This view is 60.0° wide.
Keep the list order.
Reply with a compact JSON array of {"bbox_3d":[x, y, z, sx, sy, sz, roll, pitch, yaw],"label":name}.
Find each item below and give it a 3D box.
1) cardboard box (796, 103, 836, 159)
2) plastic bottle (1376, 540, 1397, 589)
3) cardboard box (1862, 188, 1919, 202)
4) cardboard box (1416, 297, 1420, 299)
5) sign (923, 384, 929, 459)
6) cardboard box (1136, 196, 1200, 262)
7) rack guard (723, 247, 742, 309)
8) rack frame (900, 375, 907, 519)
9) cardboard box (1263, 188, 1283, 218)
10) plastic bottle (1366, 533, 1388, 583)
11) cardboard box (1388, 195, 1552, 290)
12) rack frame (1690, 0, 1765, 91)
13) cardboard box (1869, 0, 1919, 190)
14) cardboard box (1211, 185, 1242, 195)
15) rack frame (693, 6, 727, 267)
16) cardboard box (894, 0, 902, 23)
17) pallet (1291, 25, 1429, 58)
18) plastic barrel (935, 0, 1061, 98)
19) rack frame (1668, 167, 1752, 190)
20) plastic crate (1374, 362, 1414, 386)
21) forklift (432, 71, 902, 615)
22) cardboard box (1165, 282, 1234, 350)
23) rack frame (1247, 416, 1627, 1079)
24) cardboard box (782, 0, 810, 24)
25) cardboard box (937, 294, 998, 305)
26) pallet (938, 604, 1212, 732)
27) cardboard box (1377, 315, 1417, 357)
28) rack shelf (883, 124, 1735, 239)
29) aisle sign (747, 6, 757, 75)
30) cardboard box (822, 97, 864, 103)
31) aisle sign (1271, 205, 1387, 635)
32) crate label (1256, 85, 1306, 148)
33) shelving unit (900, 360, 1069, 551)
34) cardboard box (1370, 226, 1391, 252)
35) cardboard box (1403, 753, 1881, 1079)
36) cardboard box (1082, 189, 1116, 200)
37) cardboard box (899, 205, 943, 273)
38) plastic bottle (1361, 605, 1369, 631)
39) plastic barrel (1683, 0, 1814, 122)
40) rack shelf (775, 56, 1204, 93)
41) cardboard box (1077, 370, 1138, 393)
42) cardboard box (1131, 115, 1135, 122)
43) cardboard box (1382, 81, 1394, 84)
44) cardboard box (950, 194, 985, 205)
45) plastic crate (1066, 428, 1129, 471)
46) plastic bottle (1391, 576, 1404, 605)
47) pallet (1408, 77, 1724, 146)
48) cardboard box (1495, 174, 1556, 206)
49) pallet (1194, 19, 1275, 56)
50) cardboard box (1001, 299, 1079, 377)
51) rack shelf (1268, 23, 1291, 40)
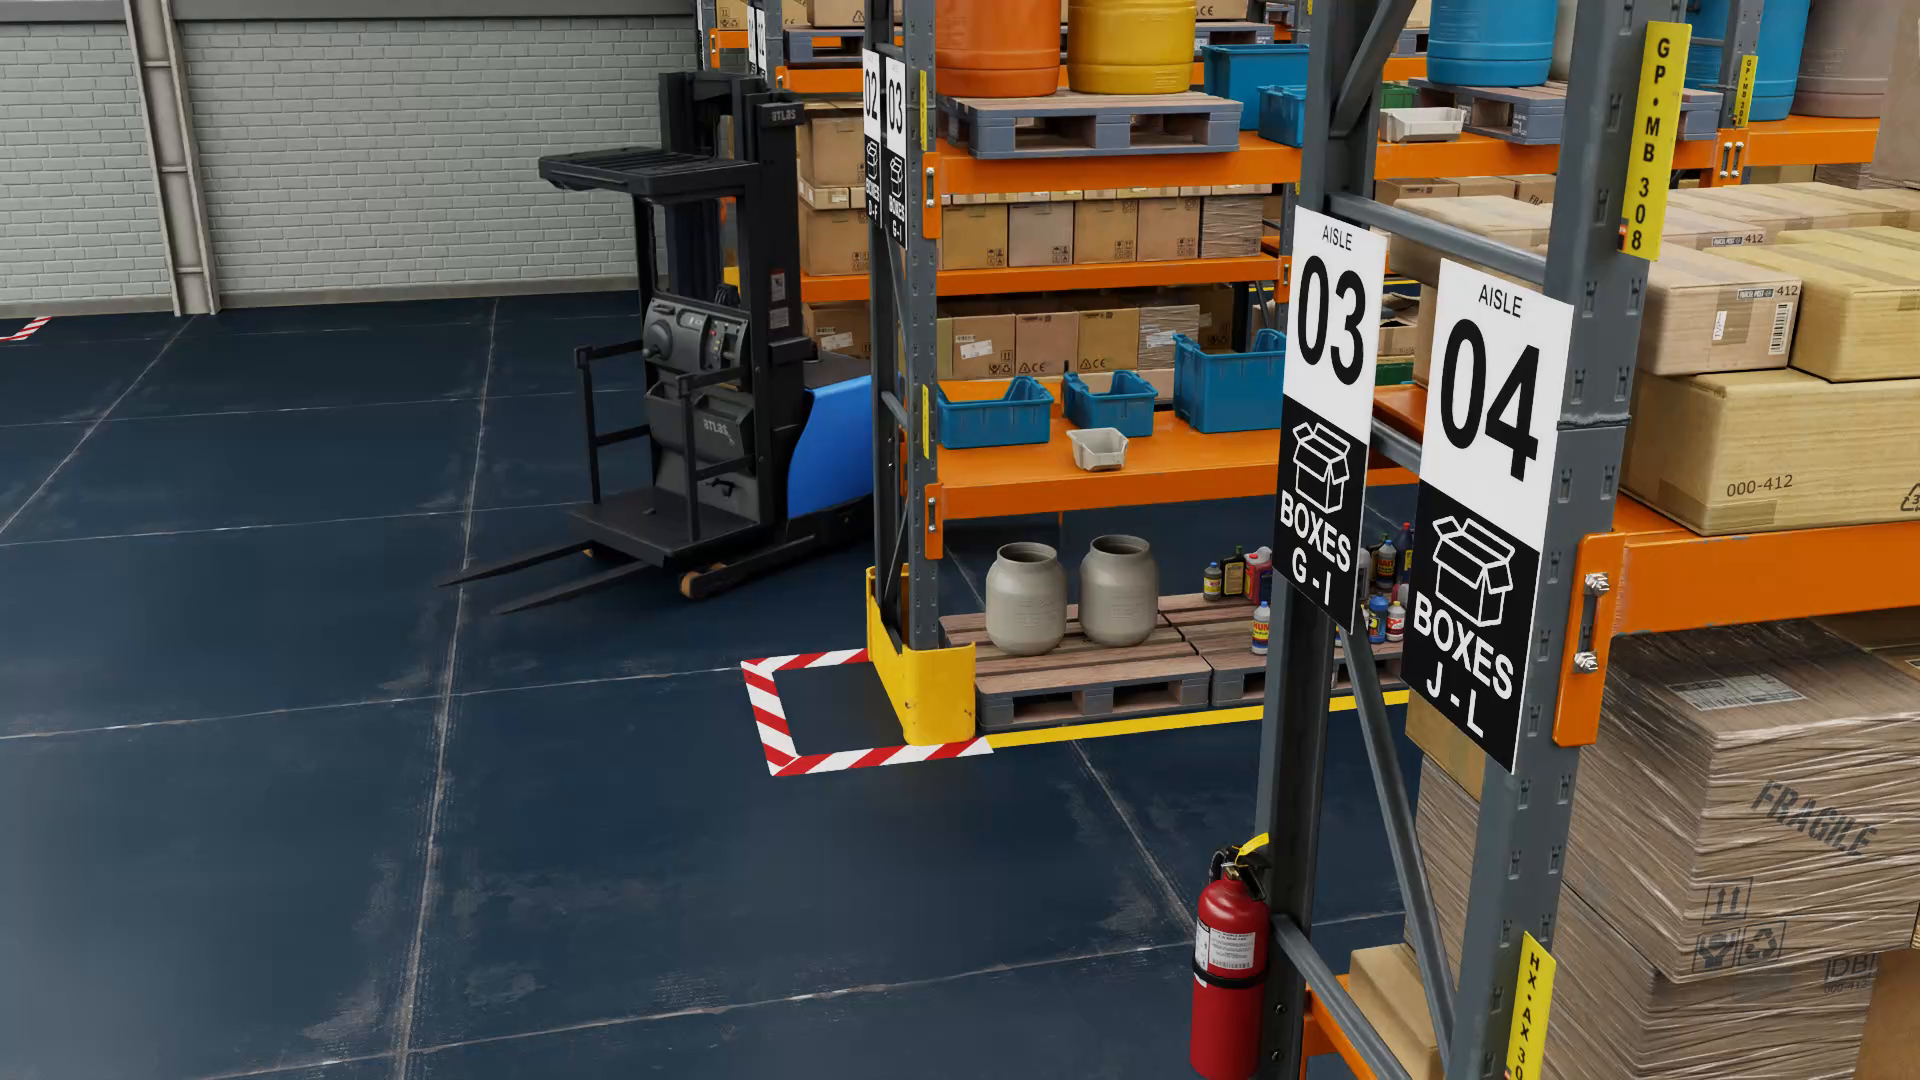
[{"bbox_3d":[-1.540,-4.169,16.934,0.500,0.500,0.500,-5,21,-12],"label":"cardboard box"},{"bbox_3d":[2.416,0.133,9.418,0.097,0.271,0.097,0,20,0],"label":"plastic bottle"},{"bbox_3d":[2.090,-0.628,3.446,0.250,0.149,0.380,-4,21,-12],"label":"cardboard box"},{"bbox_3d":[4.288,-1.982,14.436,0.500,0.311,0.500,-5,21,-13],"label":"cardboard box"},{"bbox_3d":[-0.155,-0.535,7.511,0.005,0.325,0.100,-5,21,-12],"label":"sign"},{"bbox_3d":[1.537,-2.530,13.215,0.500,0.500,0.700,-5,21,-13],"label":"cardboard box"},{"bbox_3d":[-2.483,-2.738,17.561,0.348,0.500,1.175,-5,21,-12],"label":"rack guard"},{"bbox_3d":[-0.343,-0.566,10.725,0.032,1.125,0.500,1,20,3],"label":"rack frame"},{"bbox_3d":[3.471,-3.783,18.684,0.500,0.250,0.500,-5,21,-13],"label":"cardboard box"},{"bbox_3d":[2.380,0.102,9.484,0.133,0.283,0.061,-4,20,-10],"label":"plastic bottle"},{"bbox_3d":[1.061,-0.583,3.322,0.250,0.149,0.380,-5,21,-12],"label":"cardboard box"},{"bbox_3d":[3.615,-3.723,7.894,0.127,3.000,1.000,-5,21,-12],"label":"rack frame"},{"bbox_3d":[2.312,-0.968,3.432,0.500,0.500,0.500,-5,21,-12],"label":"cardboard box"},{"bbox_3d":[2.023,-2.803,13.018,0.250,0.149,0.380,-5,21,-14],"label":"cardboard box"},{"bbox_3d":[-2.557,-3.905,17.115,0.127,3.000,1.000,-5,21,-12],"label":"rack frame"},{"bbox_3d":[-0.354,-4.028,12.492,0.500,0.250,0.500,-5,21,-12],"label":"cardboard box"},{"bbox_3d":[3.334,-3.957,13.173,1.217,0.209,0.805,-5,21,-15],"label":"pallet"},{"bbox_3d":[0.166,-2.477,7.621,0.708,0.830,0.600,-5,21,-12],"label":"plastic barrel"},{"bbox_3d":[6.372,-2.881,14.318,0.127,3.000,1.000,-5,21,-12],"label":"rack frame"},{"bbox_3d":[2.229,-0.793,8.927,0.662,0.188,0.450,-5,21,-12],"label":"plastic crate"},{"bbox_3d":[-1.737,-1.219,9.881,1.130,2.935,3.031,18,27,40],"label":"forklift"},{"bbox_3d":[1.956,-1.890,13.911,0.500,0.500,0.500,-5,21,-12],"label":"cardboard box"},{"bbox_3d":[0.862,1.069,3.536,0.127,3.000,1.000,-5,21,-12],"label":"rack frame"},{"bbox_3d":[-1.643,-5.343,16.505,0.500,0.500,0.500,-3,20,-9],"label":"cardboard box"},{"bbox_3d":[0.010,-1.732,13.478,0.500,0.500,0.500,-5,21,-12],"label":"cardboard box"},{"bbox_3d":[0.578,0.636,8.772,1.213,0.211,1.003,-5,21,-12],"label":"pallet"},{"bbox_3d":[3.427,-1.721,13.723,0.500,0.311,0.500,-5,21,-13],"label":"cardboard box"},{"bbox_3d":[1.669,-1.818,8.102,4.000,0.370,1.077,-5,21,-12],"label":"rack shelf"},{"bbox_3d":[-1.545,-3.561,12.396,0.004,0.787,0.394,-5,21,-12],"label":"aisle sign"},{"bbox_3d":[-1.153,-4.384,17.520,0.500,0.500,0.500,-5,21,-14],"label":"cardboard box"},{"bbox_3d":[0.733,-0.247,3.350,0.004,0.787,0.394,-5,21,-12],"label":"aisle sign"},{"bbox_3d":[1.620,-1.965,7.674,0.408,0.251,0.502,-5,21,-12],"label":"crate label"},{"bbox_3d":[0.164,-0.556,10.697,1.048,1.125,0.538,1,20,3],"label":"shelving unit"},{"bbox_3d":[3.388,-2.448,13.501,0.250,0.149,0.380,-5,21,-12],"label":"cardboard box"},{"bbox_3d":[1.404,0.848,3.561,0.500,0.500,0.875,-5,21,-12],"label":"cardboard box"},{"bbox_3d":[1.028,-2.722,12.797,0.250,0.149,0.380,-4,21,-11],"label":"cardboard box"},{"bbox_3d":[-0.446,-2.370,12.779,0.500,0.500,0.700,-4,21,-11],"label":"cardboard box"},{"bbox_3d":[2.086,0.436,8.692,0.097,0.201,0.097,0,20,0],"label":"plastic bottle"},{"bbox_3d":[4.060,-2.662,8.632,0.708,0.901,0.600,-5,21,-12],"label":"plastic barrel"},{"bbox_3d":[0.533,-3.476,12.629,4.000,0.370,1.077,-5,21,-12],"label":"rack shelf"},{"bbox_3d":[1.106,-1.280,13.334,0.500,0.250,0.500,-5,21,-12],"label":"cardboard box"},{"bbox_3d":[1.070,-3.103,12.893,0.500,0.500,0.700,-5,21,-12],"label":"cardboard box"},{"bbox_3d":[4.590,-5.029,18.454,0.250,0.149,0.380,-8,22,-22],"label":"cardboard box"},{"bbox_3d":[0.022,-2.640,12.573,0.250,0.149,0.380,-5,21,-14],"label":"cardboard box"},{"bbox_3d":[0.667,-0.428,8.007,0.250,0.136,0.298,-5,21,-12],"label":"plastic crate"},{"bbox_3d":[2.370,0.327,8.870,0.133,0.283,0.061,-5,21,-12],"label":"plastic bottle"},{"bbox_3d":[2.936,-2.136,8.198,1.003,0.211,1.213,-5,21,-12],"label":"pallet"},{"bbox_3d":[4.743,-2.789,13.923,0.500,0.500,0.500,-6,21,-15],"label":"cardboard box"},{"bbox_3d":[1.655,-3.855,12.745,1.213,0.211,1.003,-5,21,-12],"label":"pallet"},{"bbox_3d":[0.620,-1.591,13.095,0.500,0.500,0.500,-5,21,-12],"label":"cardboard box"},{"bbox_3d":[3.282,-5.451,18.019,4.000,0.370,1.077,-5,21,-12],"label":"rack shelf"}]
